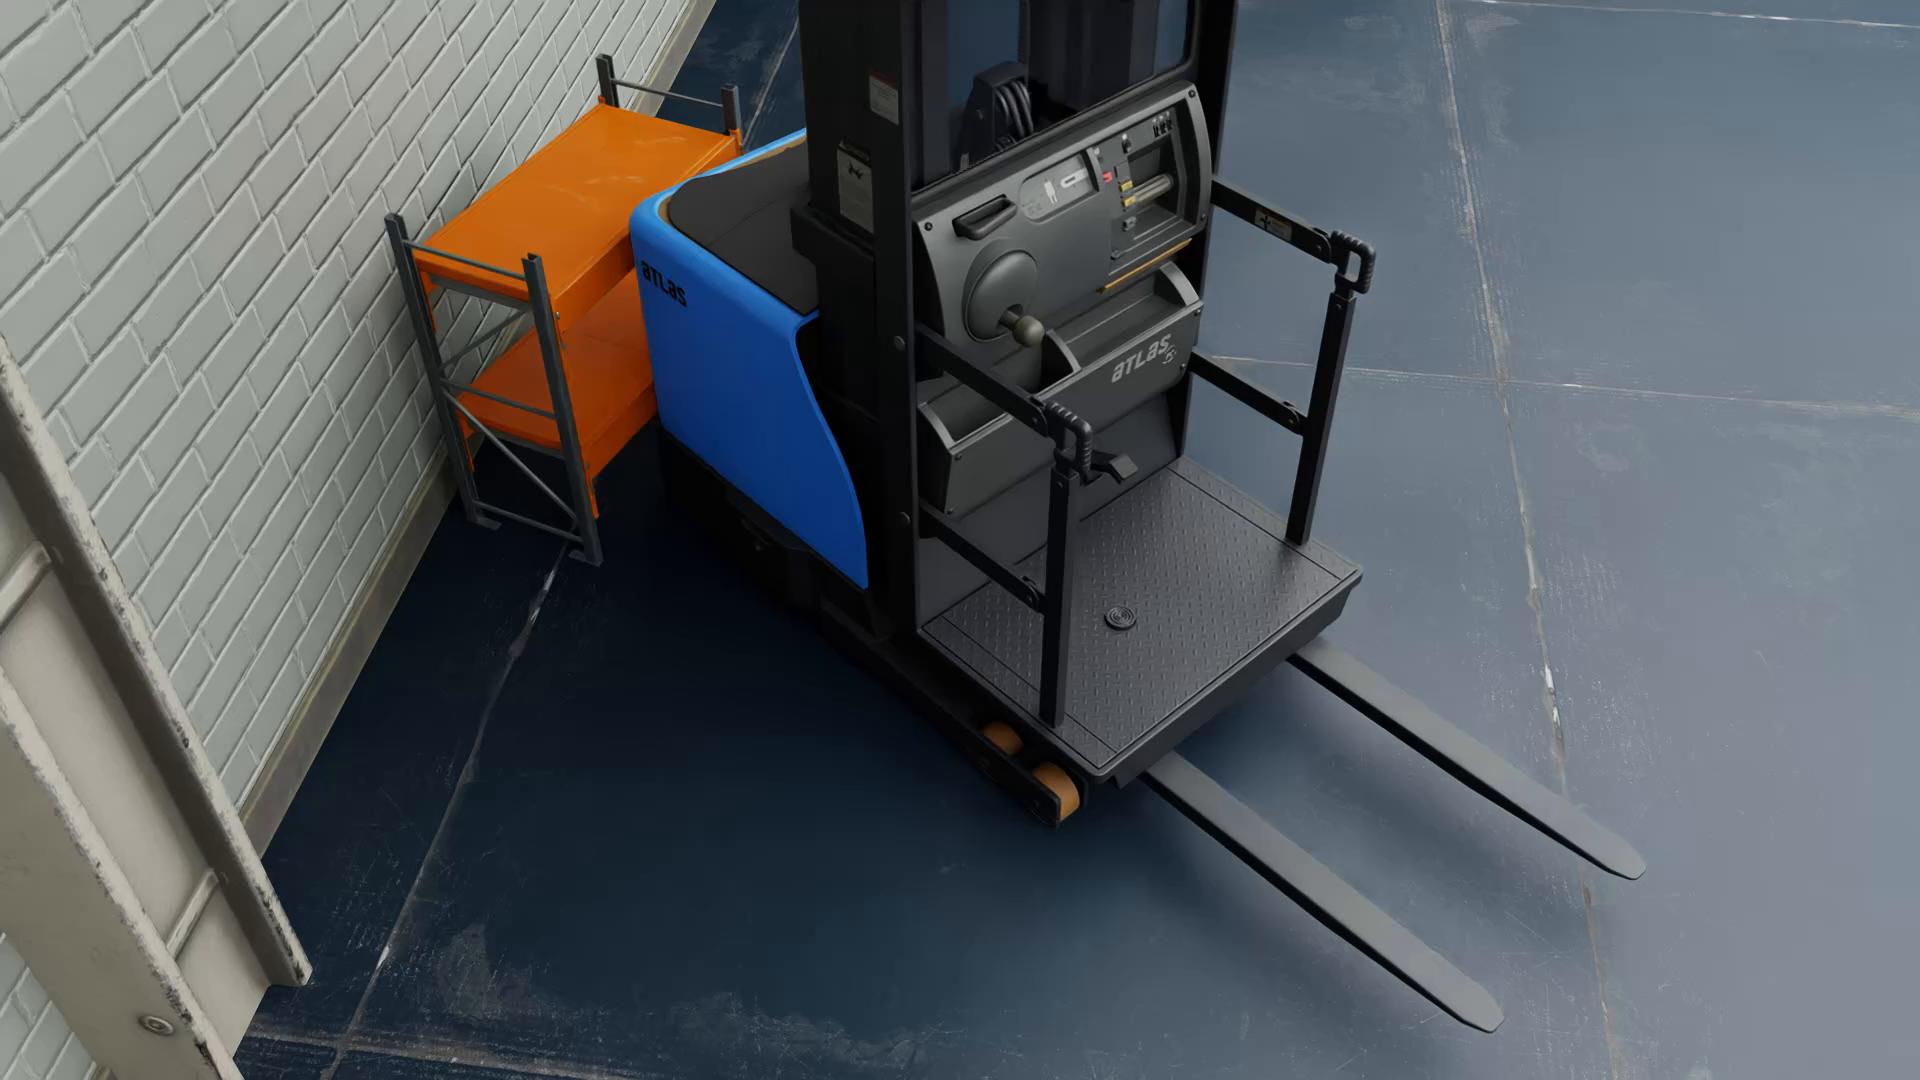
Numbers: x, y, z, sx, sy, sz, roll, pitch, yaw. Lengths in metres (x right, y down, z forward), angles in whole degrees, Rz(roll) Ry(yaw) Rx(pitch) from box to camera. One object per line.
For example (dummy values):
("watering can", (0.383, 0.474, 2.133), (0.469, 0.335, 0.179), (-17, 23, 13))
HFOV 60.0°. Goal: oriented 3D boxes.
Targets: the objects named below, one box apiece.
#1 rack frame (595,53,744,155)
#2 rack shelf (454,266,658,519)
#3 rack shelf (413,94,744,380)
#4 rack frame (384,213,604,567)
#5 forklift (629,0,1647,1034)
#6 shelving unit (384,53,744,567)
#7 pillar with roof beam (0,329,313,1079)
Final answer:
("rack frame", (-0.911, -1.041, 5.531), (0.500, 1.125, 0.032), (18, 46, 18))
("rack shelf", (-1.127, -0.547, 5.365), (0.538, 0.278, 1.000), (18, 46, 18))
("rack shelf", (-1.127, -0.937, 4.996), (0.538, 0.278, 1.000), (18, 46, 18))
("rack frame", (-1.343, -0.408, 4.863), (0.500, 1.125, 0.032), (18, 46, 18))
("forklift", (0.415, -0.709, 3.867), (1.130, 2.935, 3.031), (-32, 52, -30))
("shelving unit", (-1.127, -0.724, 5.197), (0.538, 1.125, 1.048), (18, 46, 18))
("pillar with roof beam", (2.484, -1.695, 0.496), (9.100, 9.000, 0.400), (5, 44, 6))
